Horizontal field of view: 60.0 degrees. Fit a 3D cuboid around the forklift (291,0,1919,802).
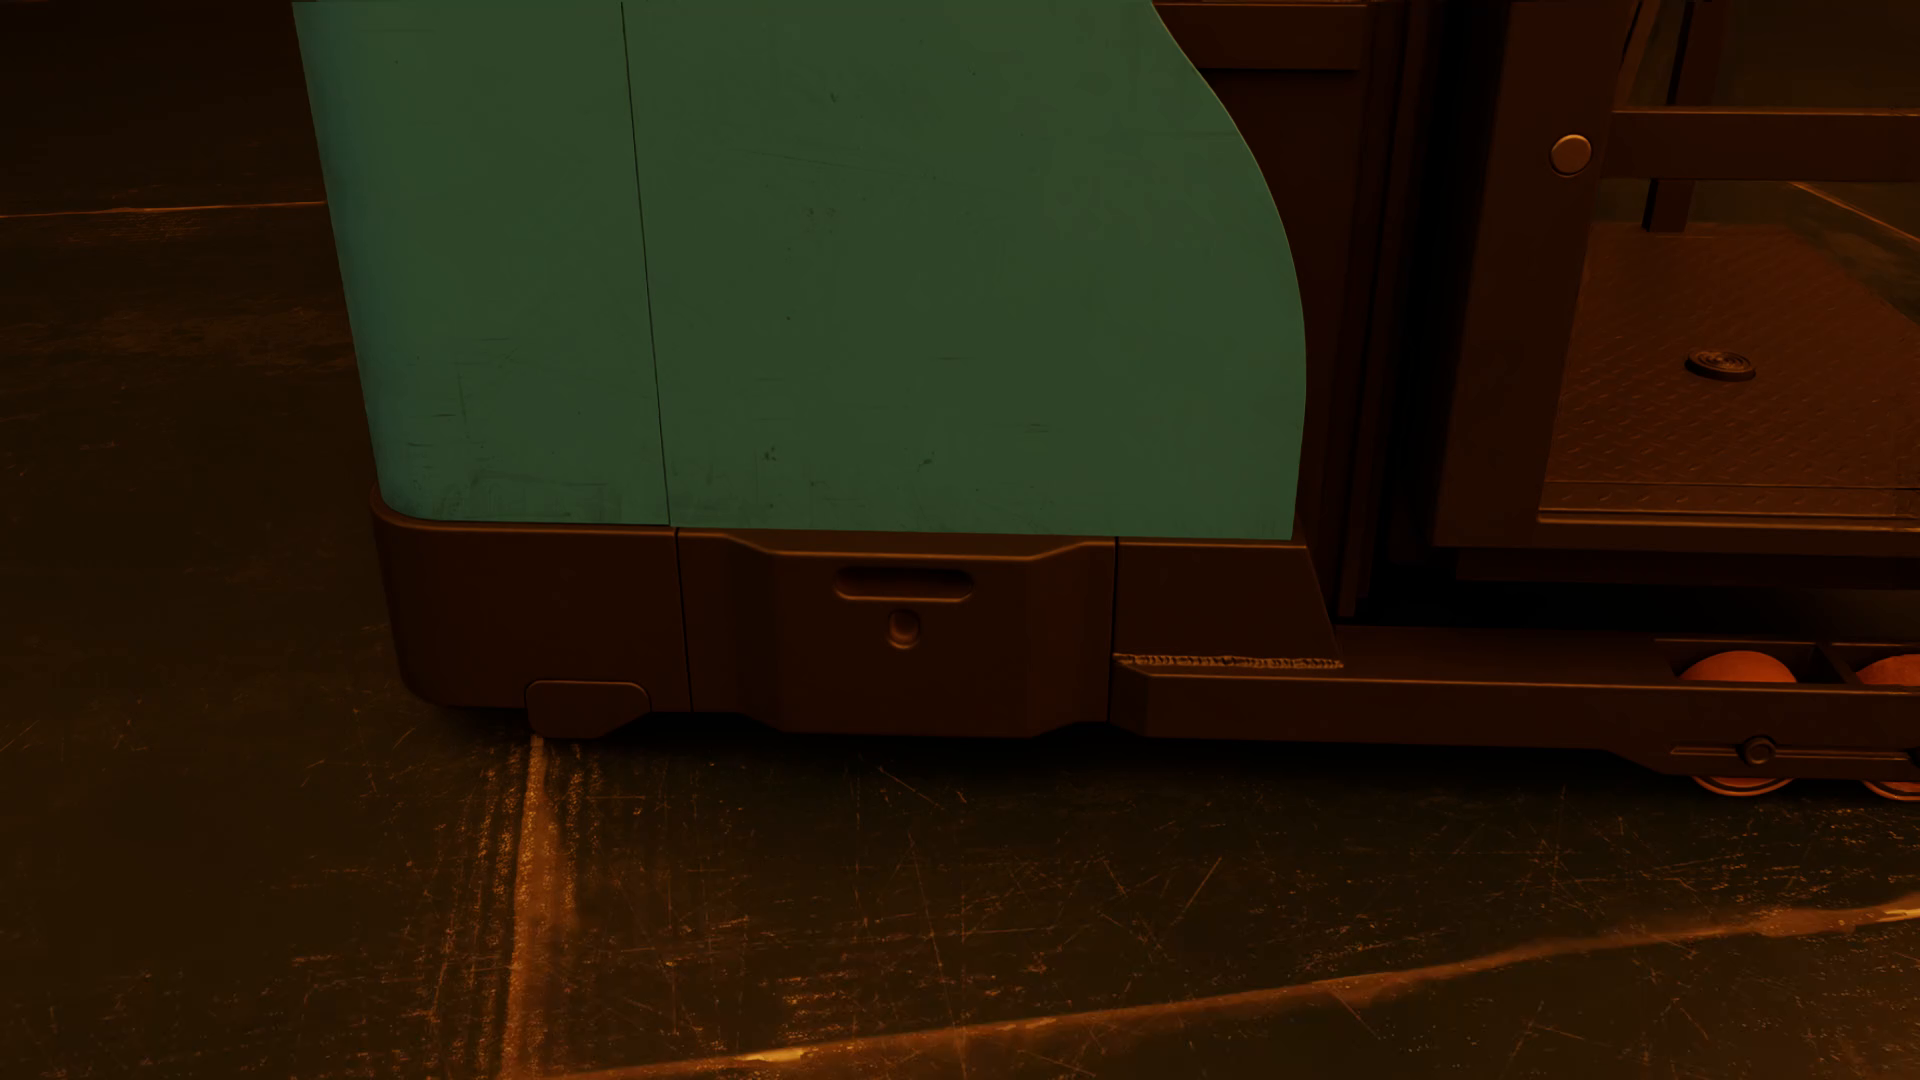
[{"bbox_3d":[0.842,-1.248,1.726,3.031,2.935,1.130,1,28,2],"label":"forklift"}]
